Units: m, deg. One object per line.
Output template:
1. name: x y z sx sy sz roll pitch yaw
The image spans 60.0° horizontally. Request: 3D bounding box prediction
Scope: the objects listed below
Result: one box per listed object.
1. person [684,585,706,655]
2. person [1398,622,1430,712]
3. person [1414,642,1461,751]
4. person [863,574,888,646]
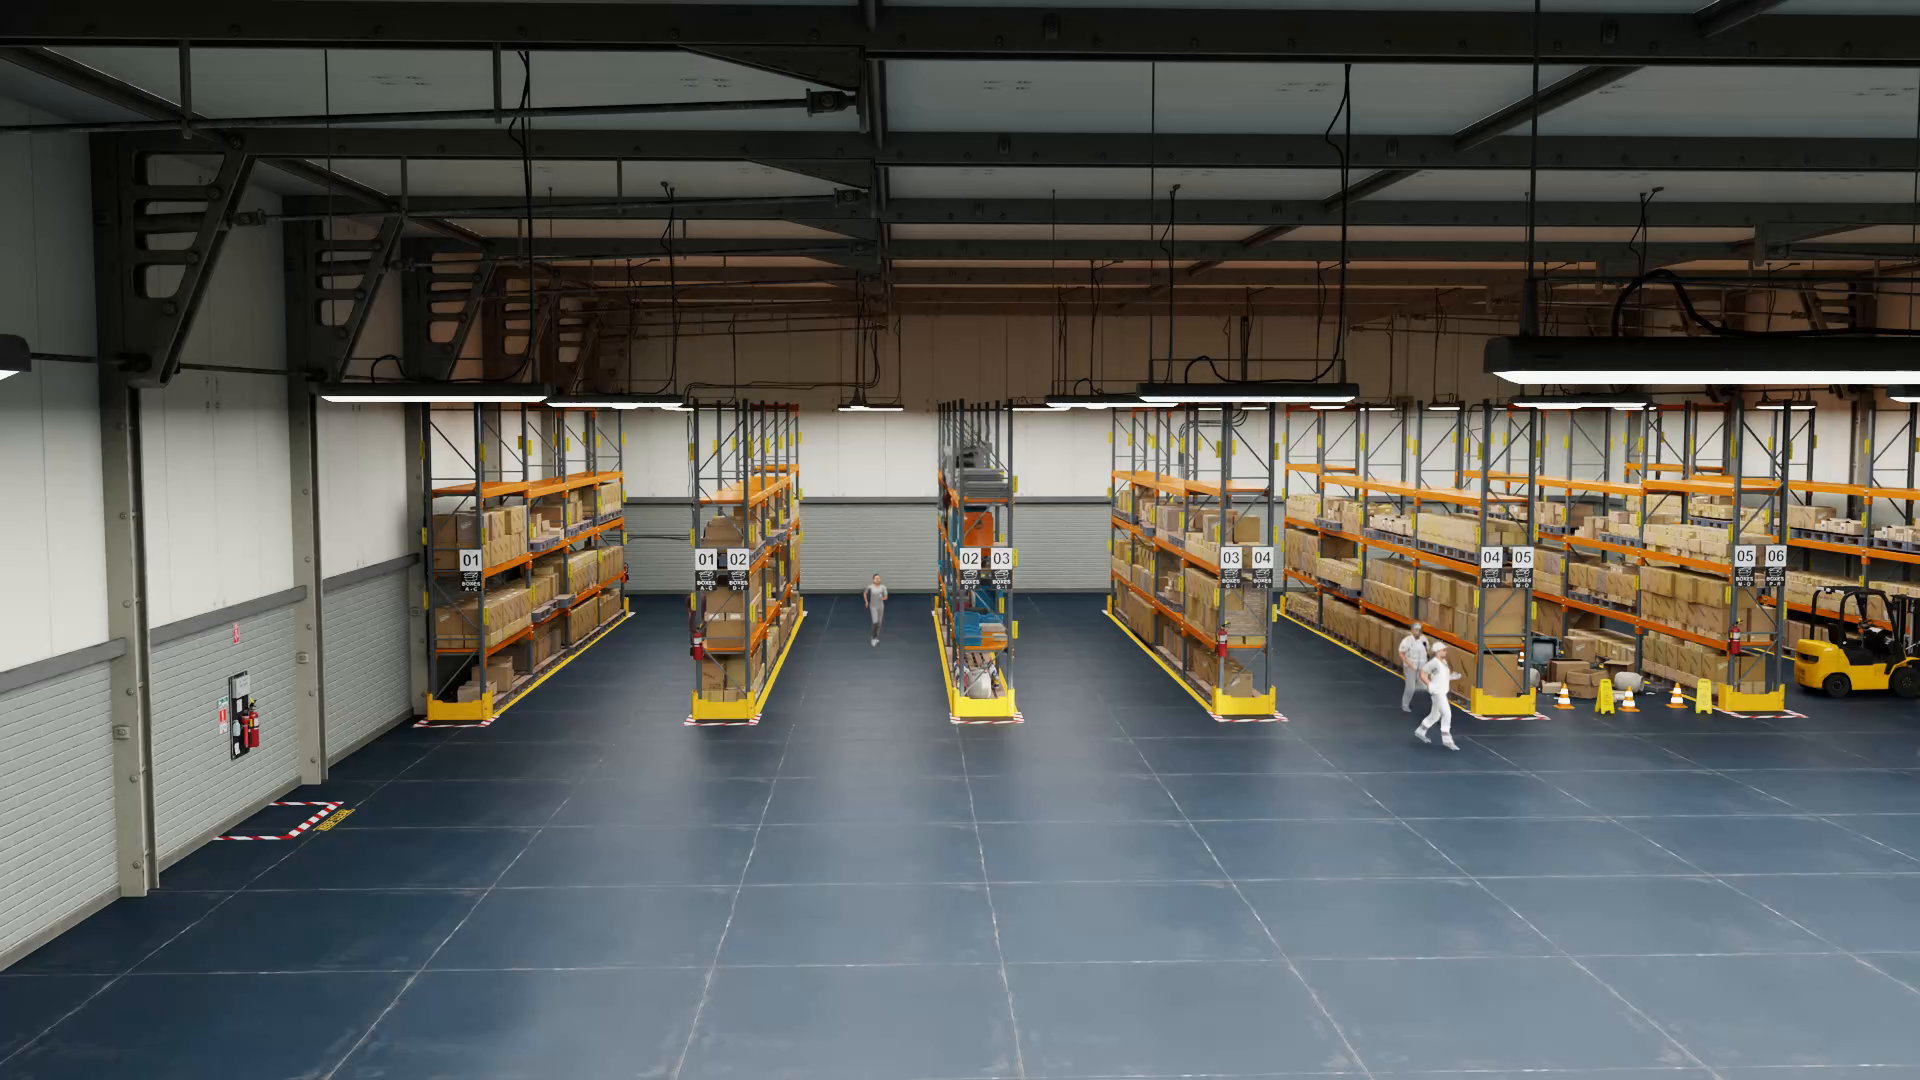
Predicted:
1. person: -6.124 1.889 38.911 0.682 1.735 0.654 0 4 -3
2. person: 8.776 2.435 32.054 0.683 1.733 0.616 -1 4 -10
3. person: 8.189 2.657 28.492 0.815 1.824 0.640 3 5 30
4. person: -1.960 1.643 39.084 0.537 1.708 0.660 -1 4 -15
